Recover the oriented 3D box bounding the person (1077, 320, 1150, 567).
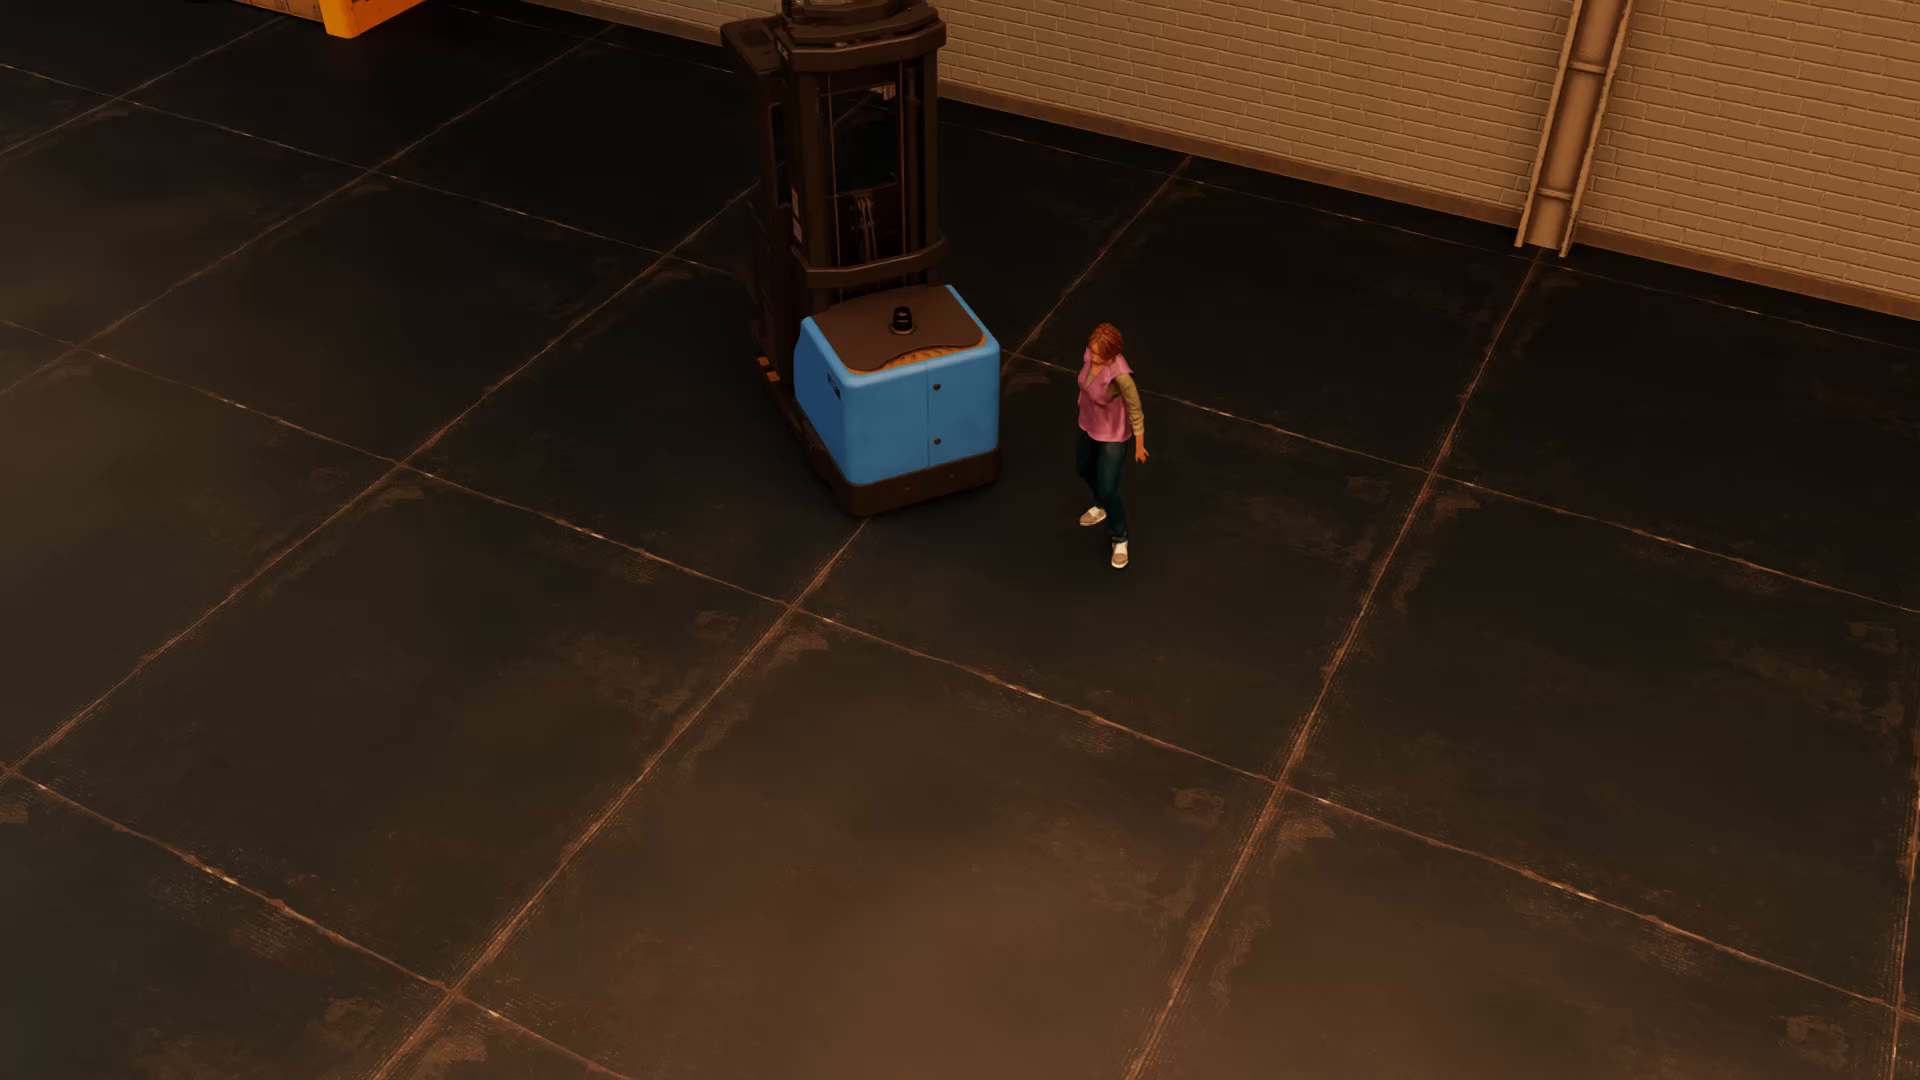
[{"bbox_3d":[0.884,-0.648,9.832,0.394,1.570,0.735,-22,45,-24],"label":"person"}]

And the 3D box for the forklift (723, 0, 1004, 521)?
[{"bbox_3d":[-0.772,-2.190,10.587,1.130,2.935,3.031,-16,43,-18],"label":"forklift"}]
